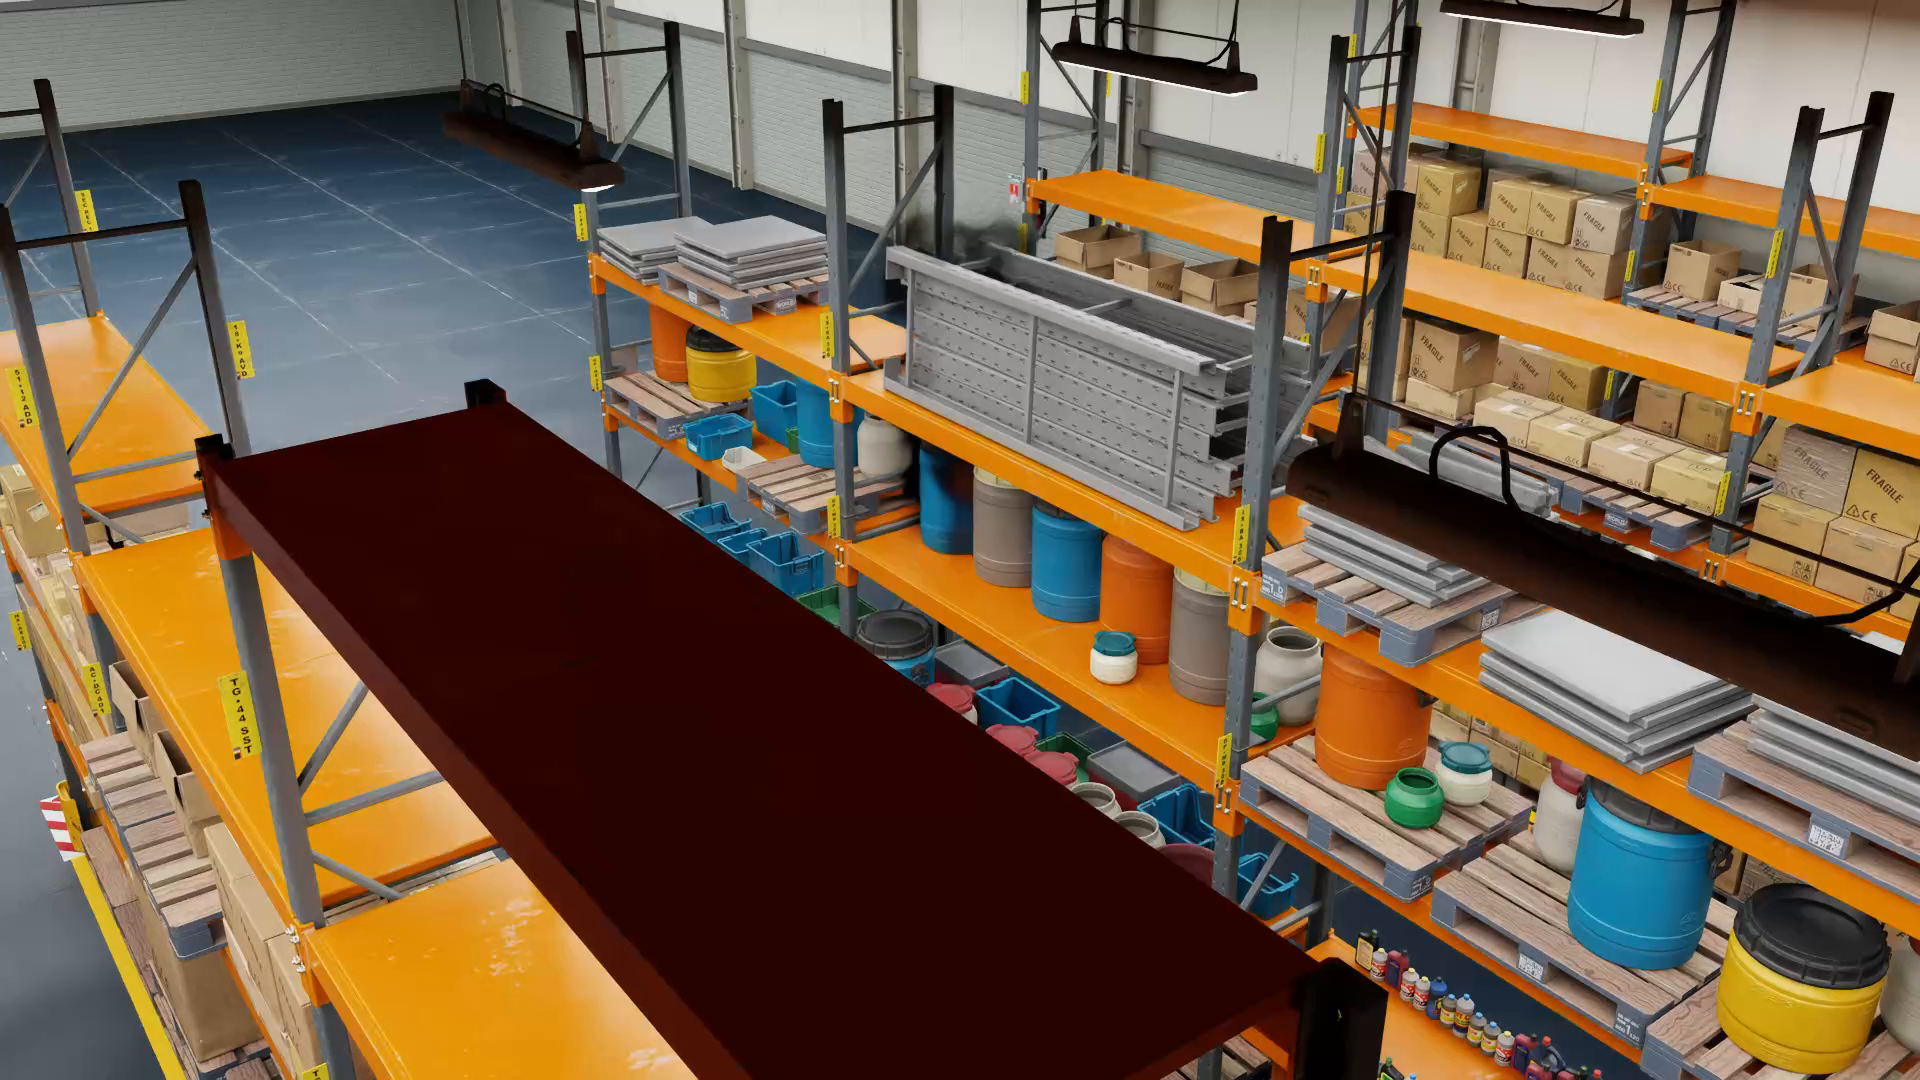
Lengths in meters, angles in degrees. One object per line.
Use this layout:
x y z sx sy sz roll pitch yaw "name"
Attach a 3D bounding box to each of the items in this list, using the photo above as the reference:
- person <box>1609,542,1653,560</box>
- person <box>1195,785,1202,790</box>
6.415 0.484 15.985 0.691 1.715 0.587 22 32 38 "person"
1.805 1.334 13.583 0.808 1.516 0.538 20 31 36 "person"
